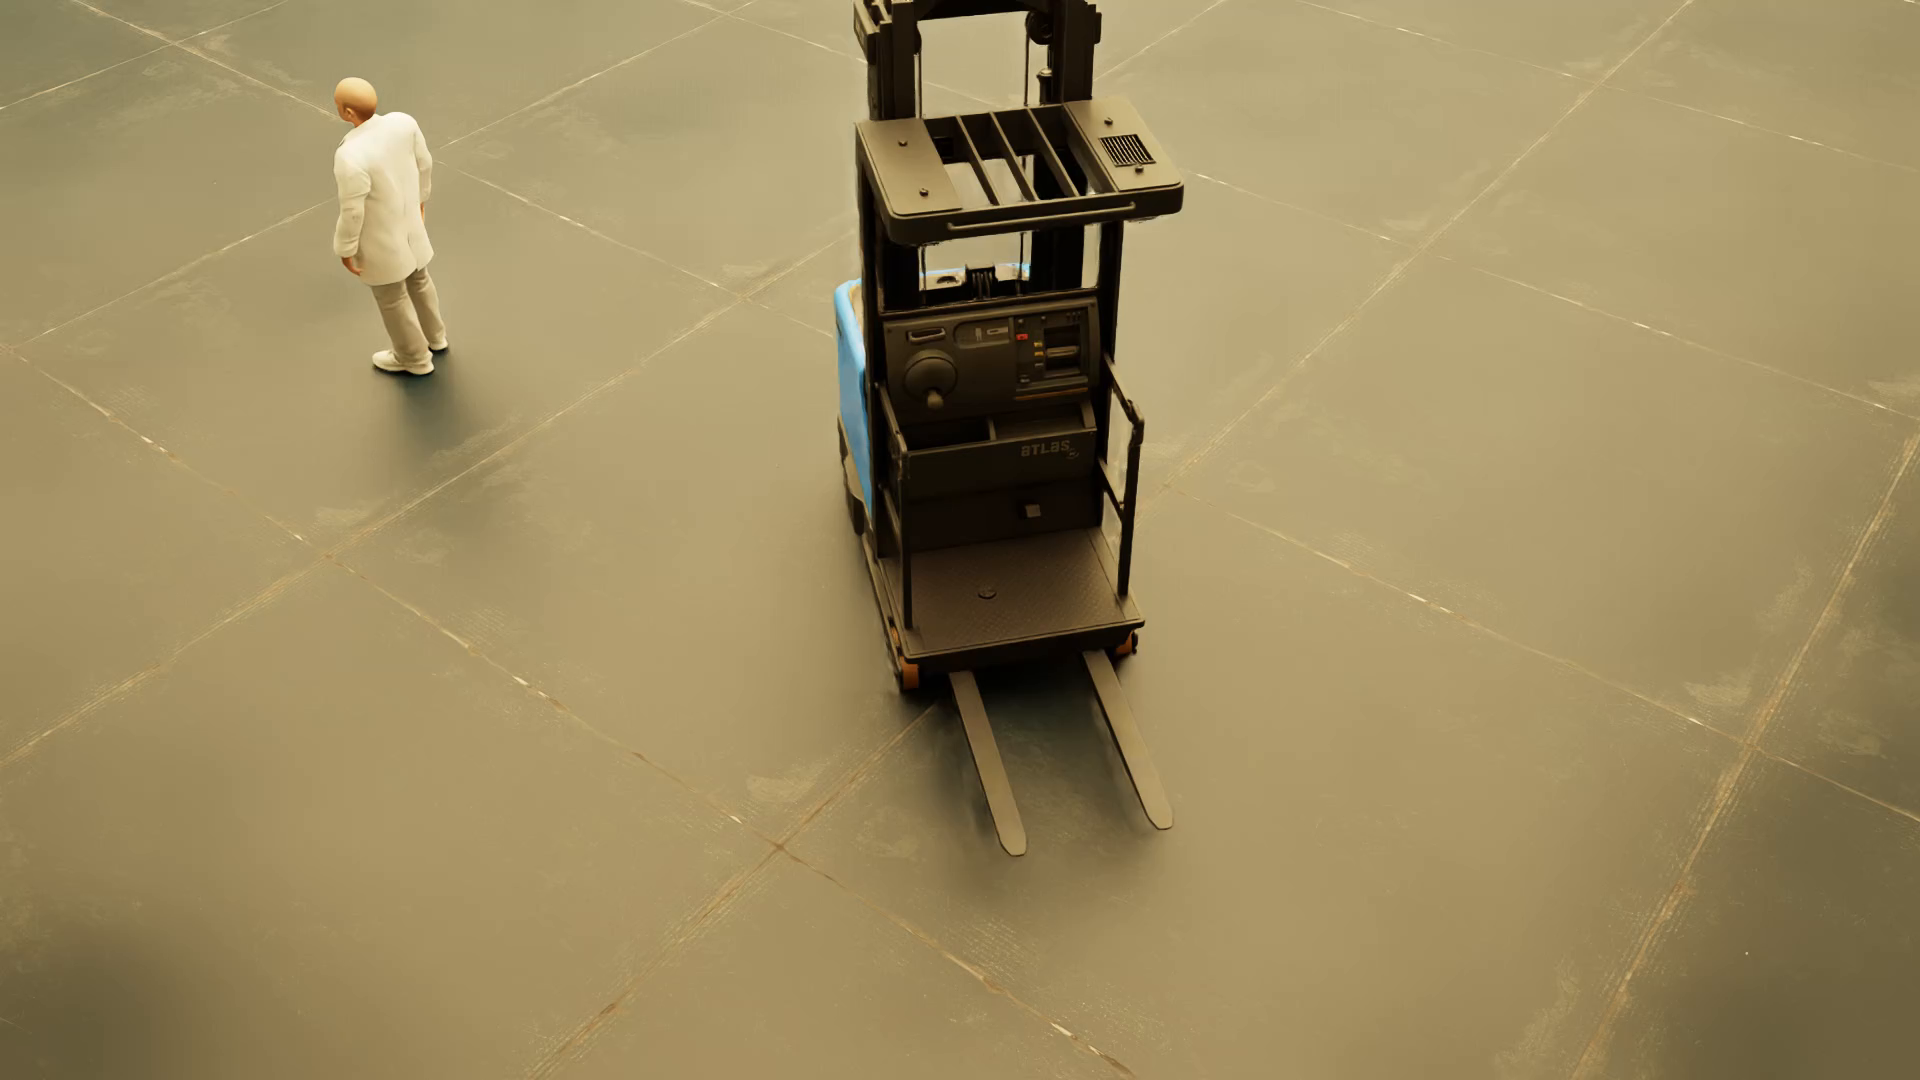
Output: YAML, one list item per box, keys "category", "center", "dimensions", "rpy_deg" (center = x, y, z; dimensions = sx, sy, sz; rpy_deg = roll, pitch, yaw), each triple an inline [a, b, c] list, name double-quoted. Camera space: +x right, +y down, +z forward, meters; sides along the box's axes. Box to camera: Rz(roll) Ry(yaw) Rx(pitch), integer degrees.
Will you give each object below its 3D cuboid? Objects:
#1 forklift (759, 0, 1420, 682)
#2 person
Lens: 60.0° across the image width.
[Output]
- category: "forklift"
  center: [0.624, -0.935, 7.171]
  dimensions: [3.031, 2.935, 1.130]
  rpy_deg: [17, 43, 19]
- category: "person"
  center: [-3.147, -1.690, 8.935]
  dimensions: [0.581, 1.776, 0.694]
  rpy_deg: [19, 44, 21]
